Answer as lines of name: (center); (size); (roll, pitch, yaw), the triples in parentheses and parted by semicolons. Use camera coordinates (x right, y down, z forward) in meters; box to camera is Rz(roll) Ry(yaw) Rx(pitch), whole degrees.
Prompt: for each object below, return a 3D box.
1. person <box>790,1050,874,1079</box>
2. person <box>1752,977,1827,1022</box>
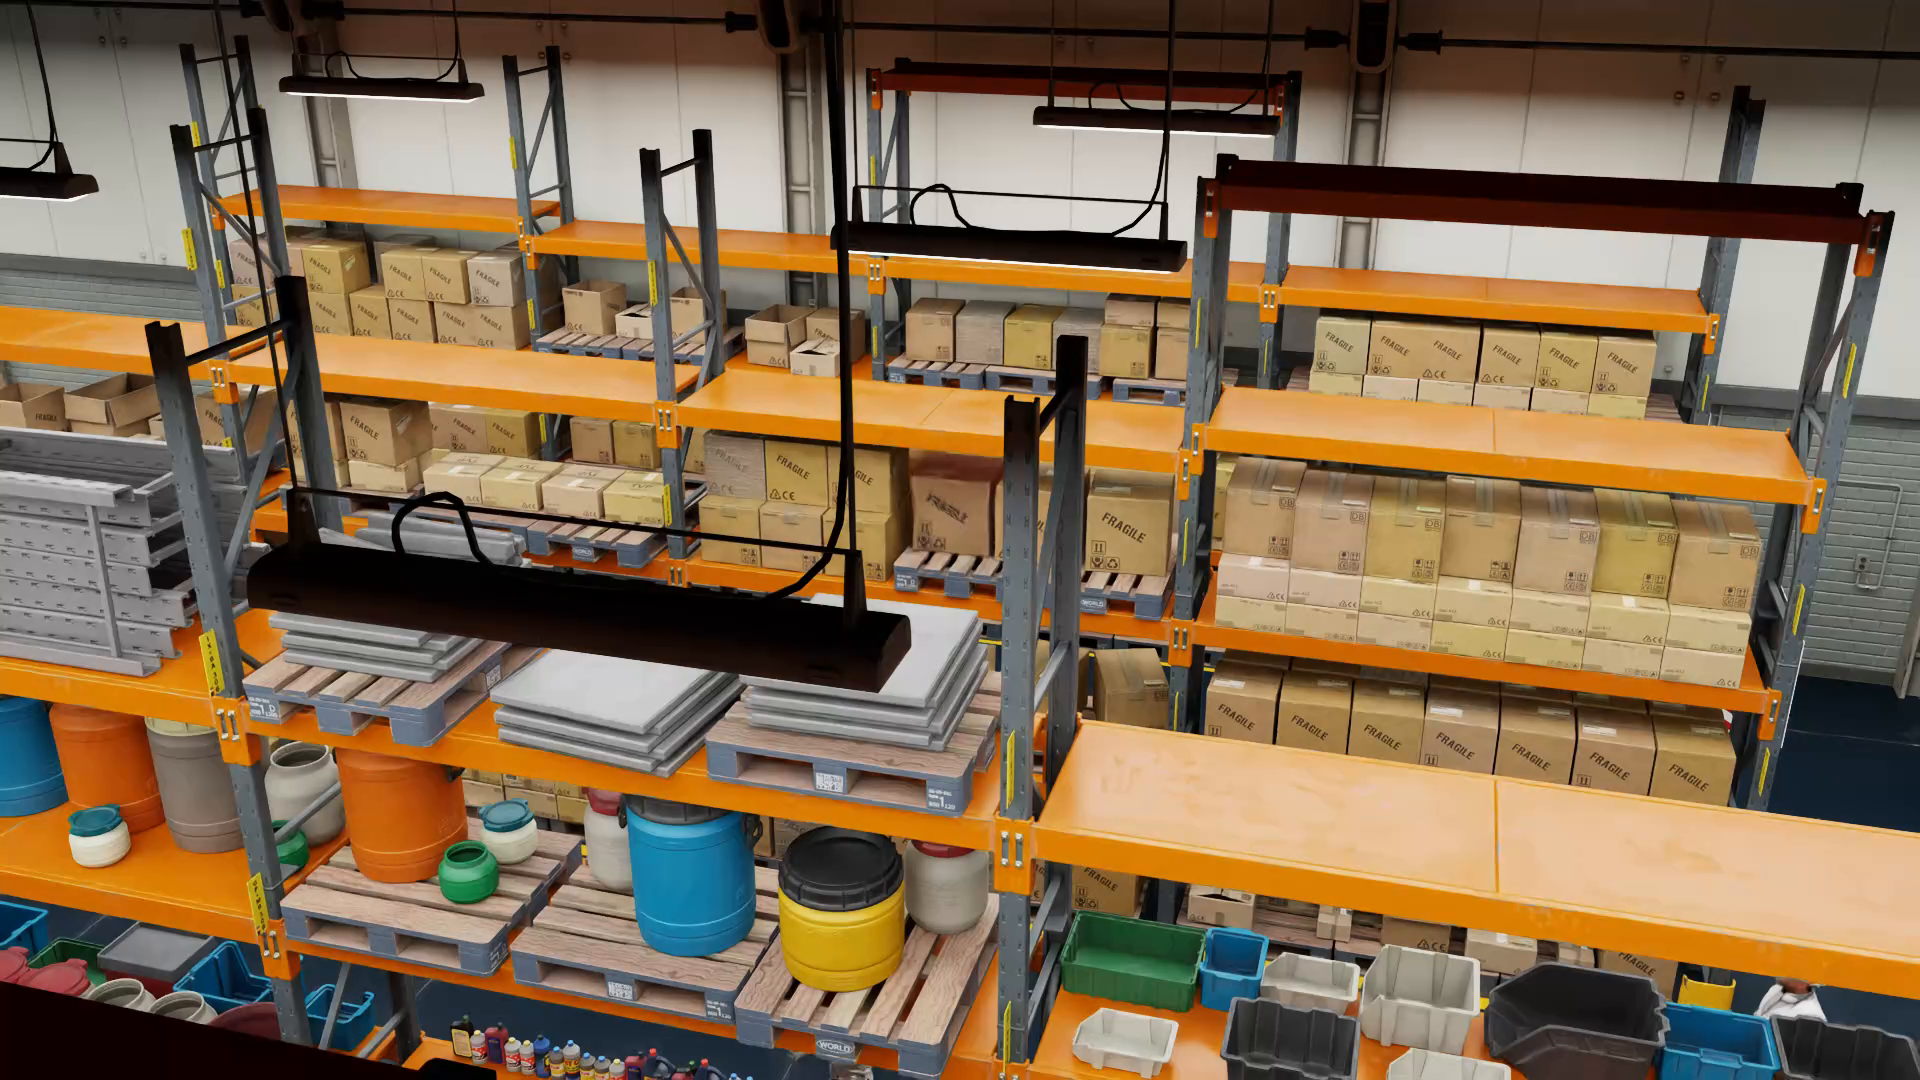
person: (-0.747, 3.235, 10.684); (0.904, 1.791, 0.545); (11, 25, 24)
person: (5.170, 3.307, 10.557); (1.084, 1.720, 0.588); (5, 23, 12)
